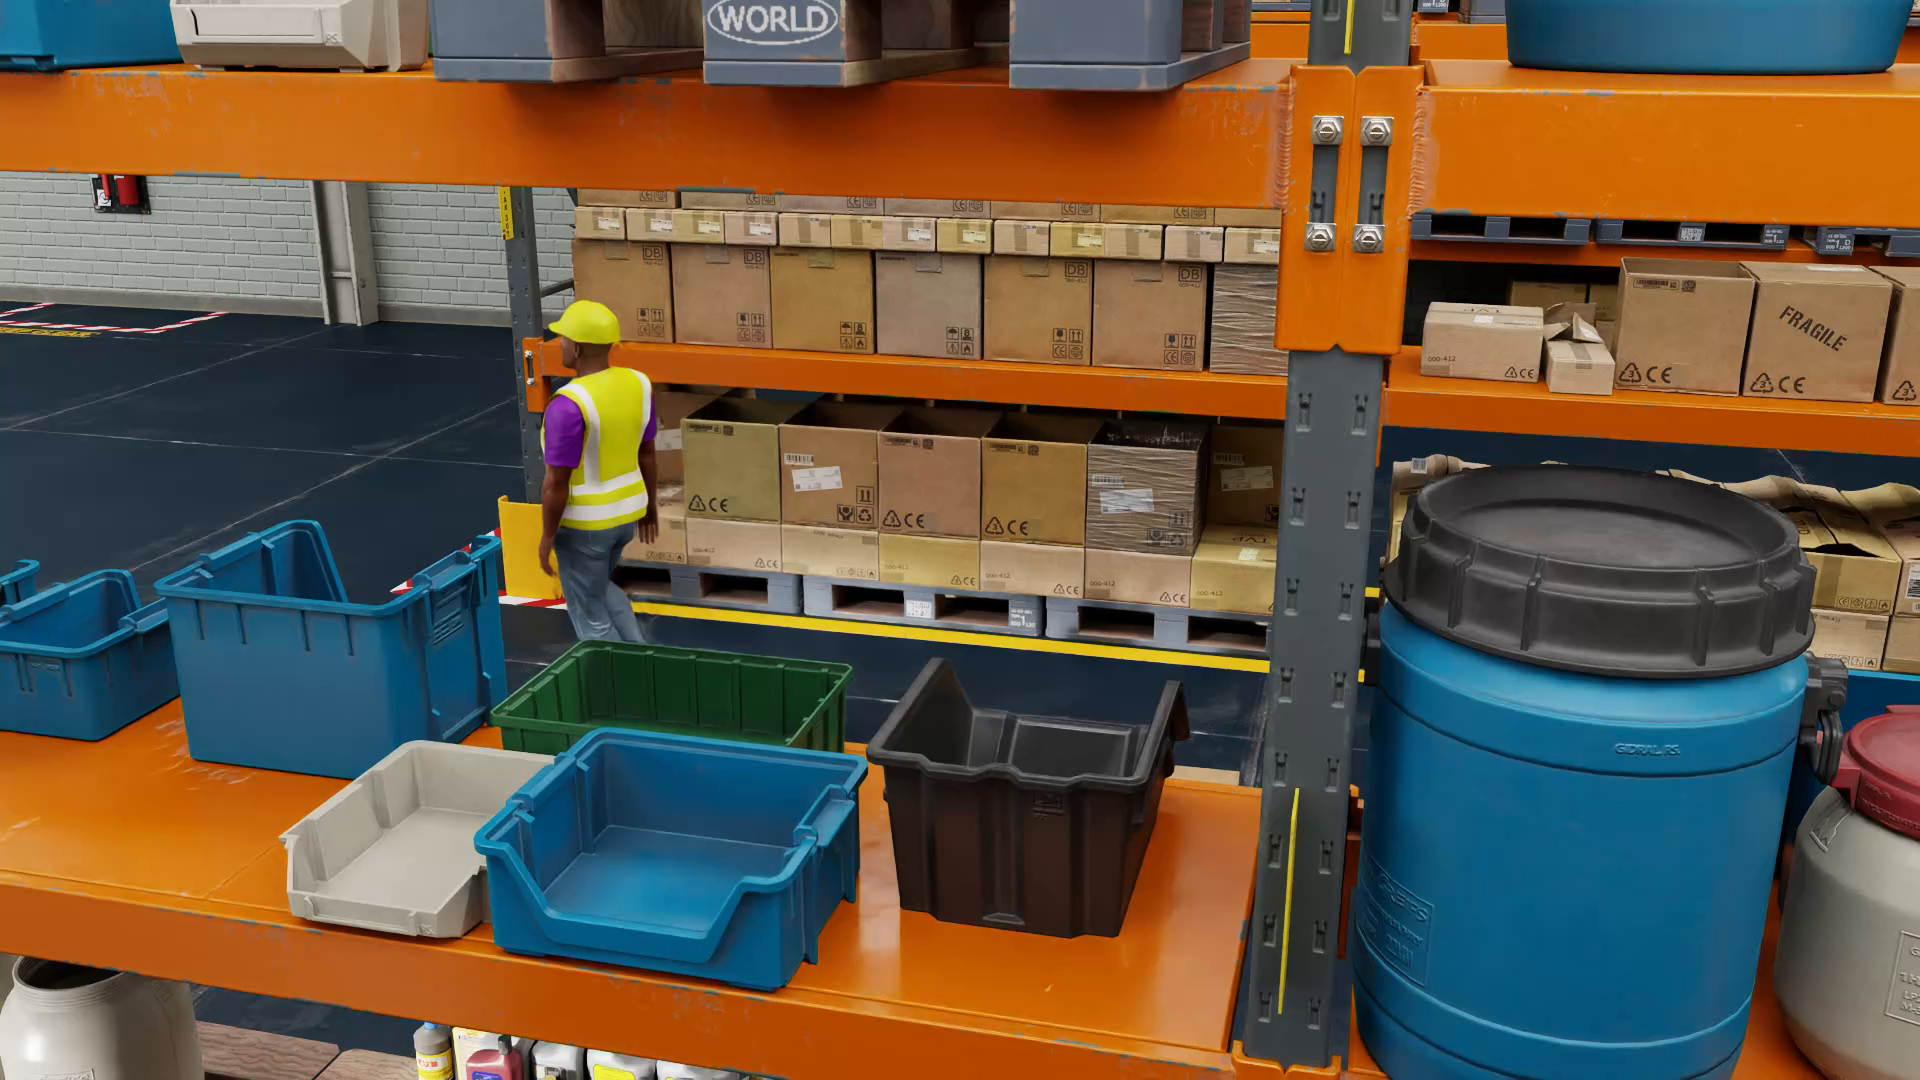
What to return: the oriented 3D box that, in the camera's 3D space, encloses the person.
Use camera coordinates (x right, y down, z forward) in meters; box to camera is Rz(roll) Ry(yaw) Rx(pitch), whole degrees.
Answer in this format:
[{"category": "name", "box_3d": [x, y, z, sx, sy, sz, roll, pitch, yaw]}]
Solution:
[{"category": "person", "box_3d": [-1.485, -0.092, 6.708, 0.467, 1.766, 0.600, 10, 20, 27]}]
